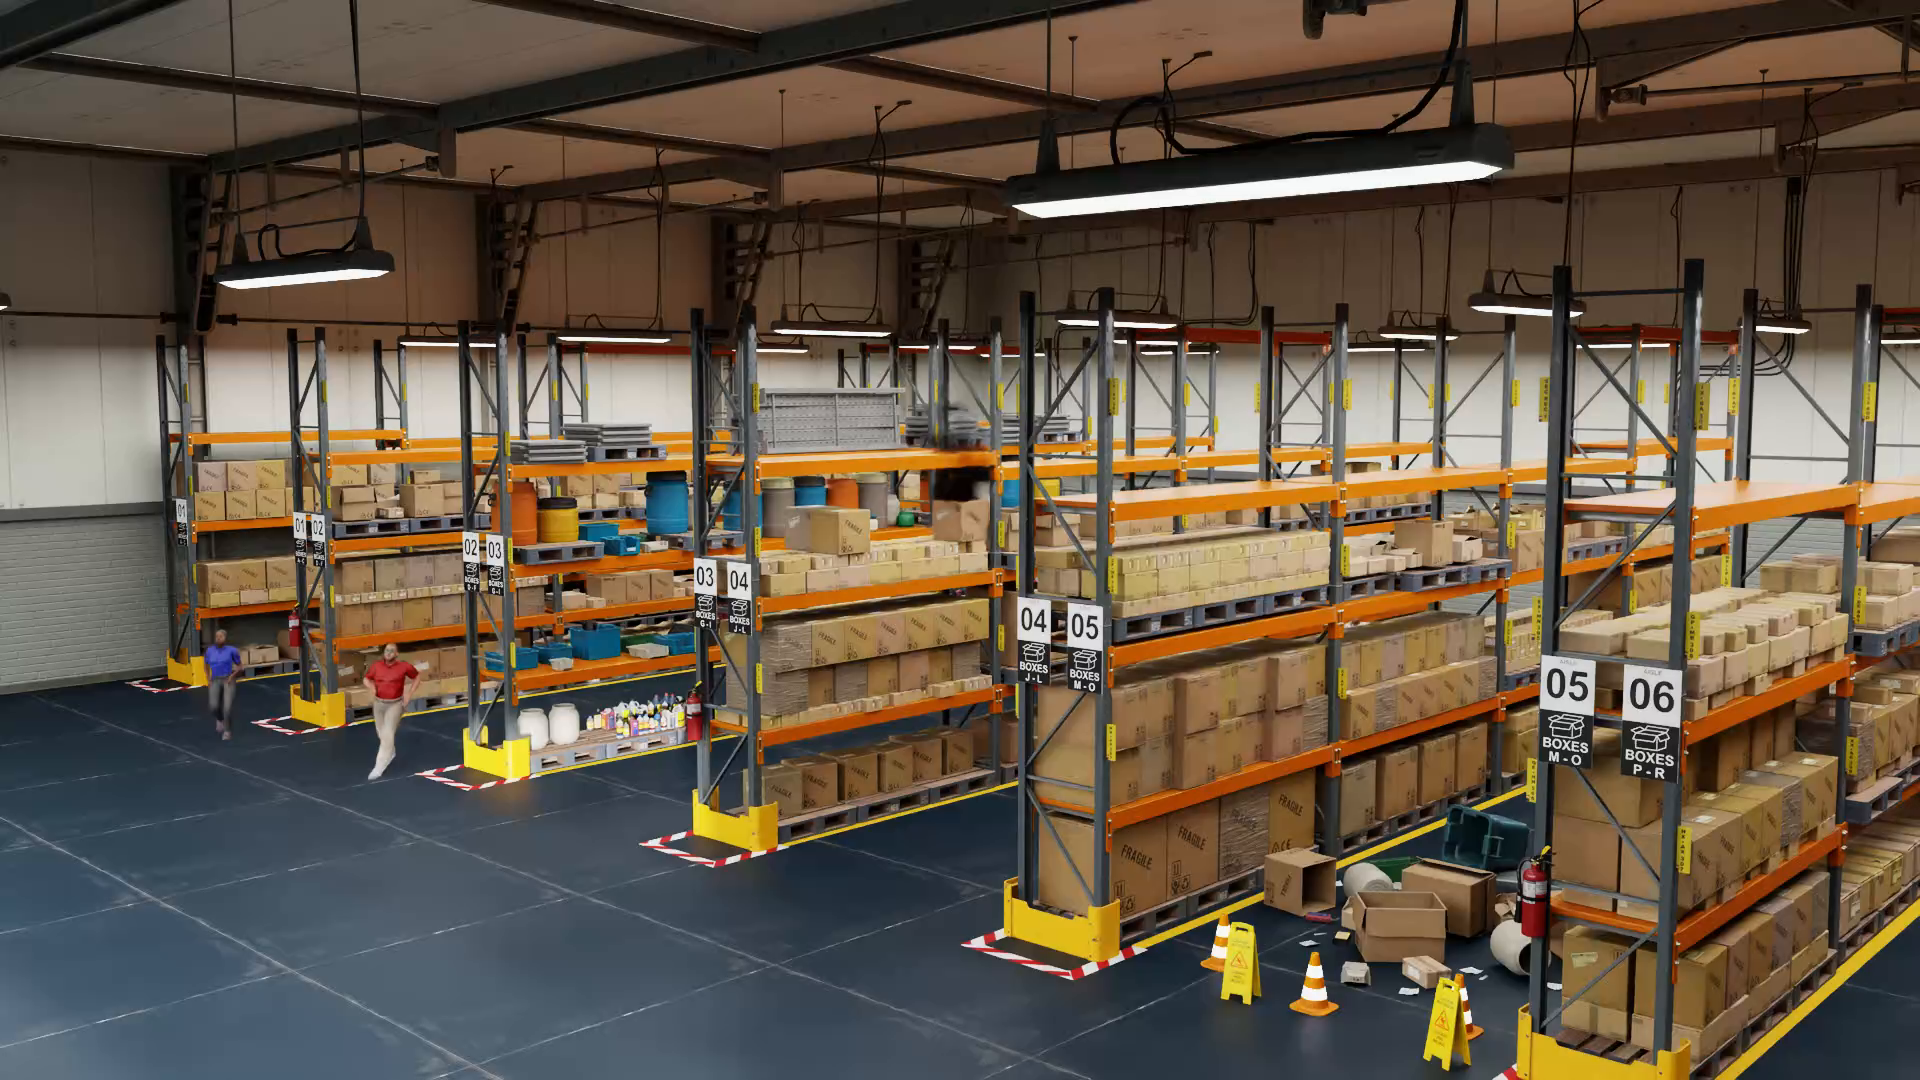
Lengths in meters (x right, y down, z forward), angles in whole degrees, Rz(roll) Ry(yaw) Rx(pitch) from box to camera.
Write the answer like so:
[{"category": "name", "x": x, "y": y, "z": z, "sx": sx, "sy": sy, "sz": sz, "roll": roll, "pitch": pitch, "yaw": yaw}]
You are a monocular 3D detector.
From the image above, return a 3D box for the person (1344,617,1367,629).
[{"category": "person", "x": 6.031, "y": 1.885, "z": 25.373, "sx": 0.649, "sy": 1.812, "sz": 0.914, "roll": 5, "pitch": 7, "yaw": 42}]

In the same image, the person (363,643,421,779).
[{"category": "person", "x": -7.564, "y": 2.238, "z": 22.087, "sx": 0.688, "sy": 1.764, "sz": 0.793, "roll": 1, "pitch": 5, "yaw": 7}]

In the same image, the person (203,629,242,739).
[{"category": "person", "x": -10.747, "y": 2.103, "z": 24.220, "sx": 0.545, "sy": 1.620, "sz": 0.525, "roll": -1, "pitch": 5, "yaw": -12}]
